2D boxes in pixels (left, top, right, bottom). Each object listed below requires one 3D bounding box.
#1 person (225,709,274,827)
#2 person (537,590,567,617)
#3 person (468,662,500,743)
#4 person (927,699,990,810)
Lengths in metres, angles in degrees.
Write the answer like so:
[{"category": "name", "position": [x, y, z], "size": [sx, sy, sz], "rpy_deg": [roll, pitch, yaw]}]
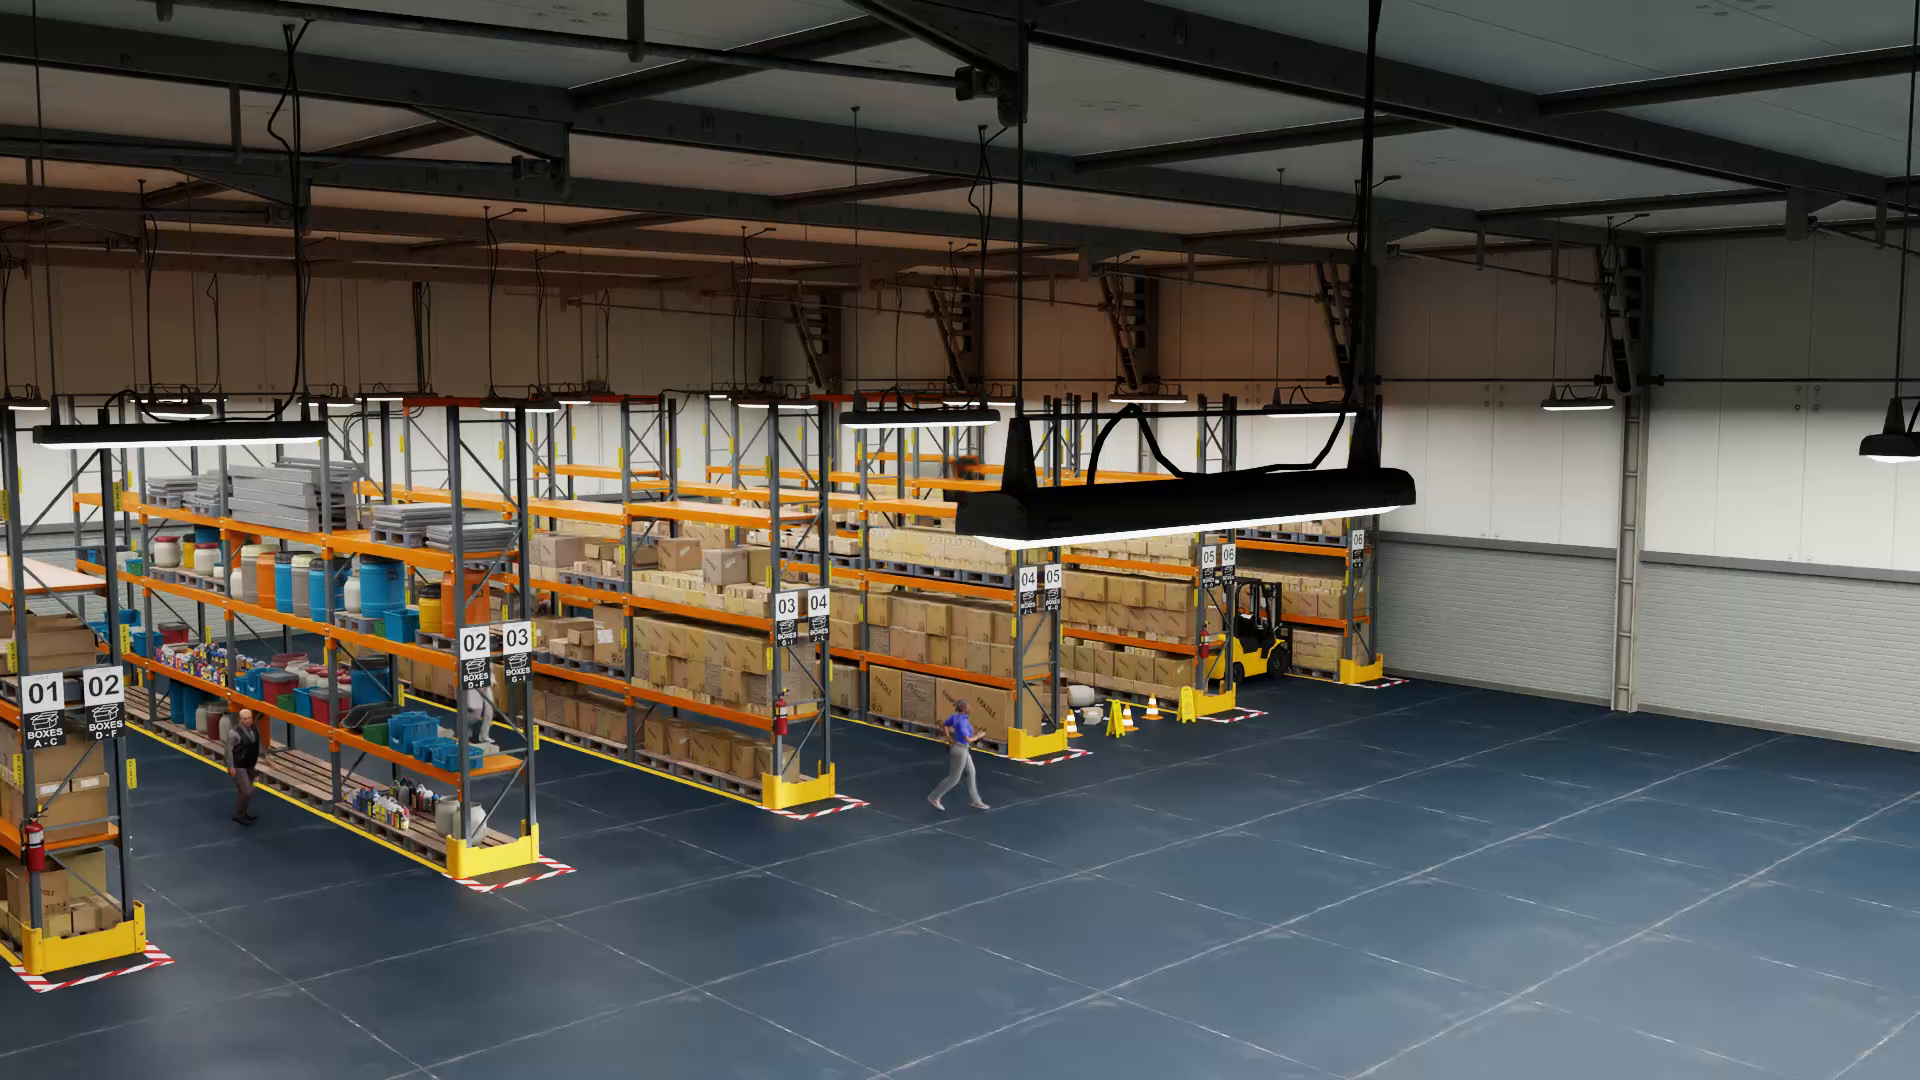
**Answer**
[{"category": "person", "position": [-10.162, 3.218, 23.616], "size": [0.643, 1.695, 0.618], "rpy_deg": [1, 6, 12]}, {"category": "person", "position": [-8.913, 1.926, 36.501], "size": [0.664, 1.738, 0.707], "rpy_deg": [5, 8, 45]}, {"category": "person", "position": [-8.454, 2.667, 29.056], "size": [0.852, 1.732, 0.708], "rpy_deg": [5, 7, 40]}, {"category": "person", "position": [-0.019, 3.134, 24.250], "size": [0.925, 1.659, 0.559], "rpy_deg": [0, 6, -4]}]
